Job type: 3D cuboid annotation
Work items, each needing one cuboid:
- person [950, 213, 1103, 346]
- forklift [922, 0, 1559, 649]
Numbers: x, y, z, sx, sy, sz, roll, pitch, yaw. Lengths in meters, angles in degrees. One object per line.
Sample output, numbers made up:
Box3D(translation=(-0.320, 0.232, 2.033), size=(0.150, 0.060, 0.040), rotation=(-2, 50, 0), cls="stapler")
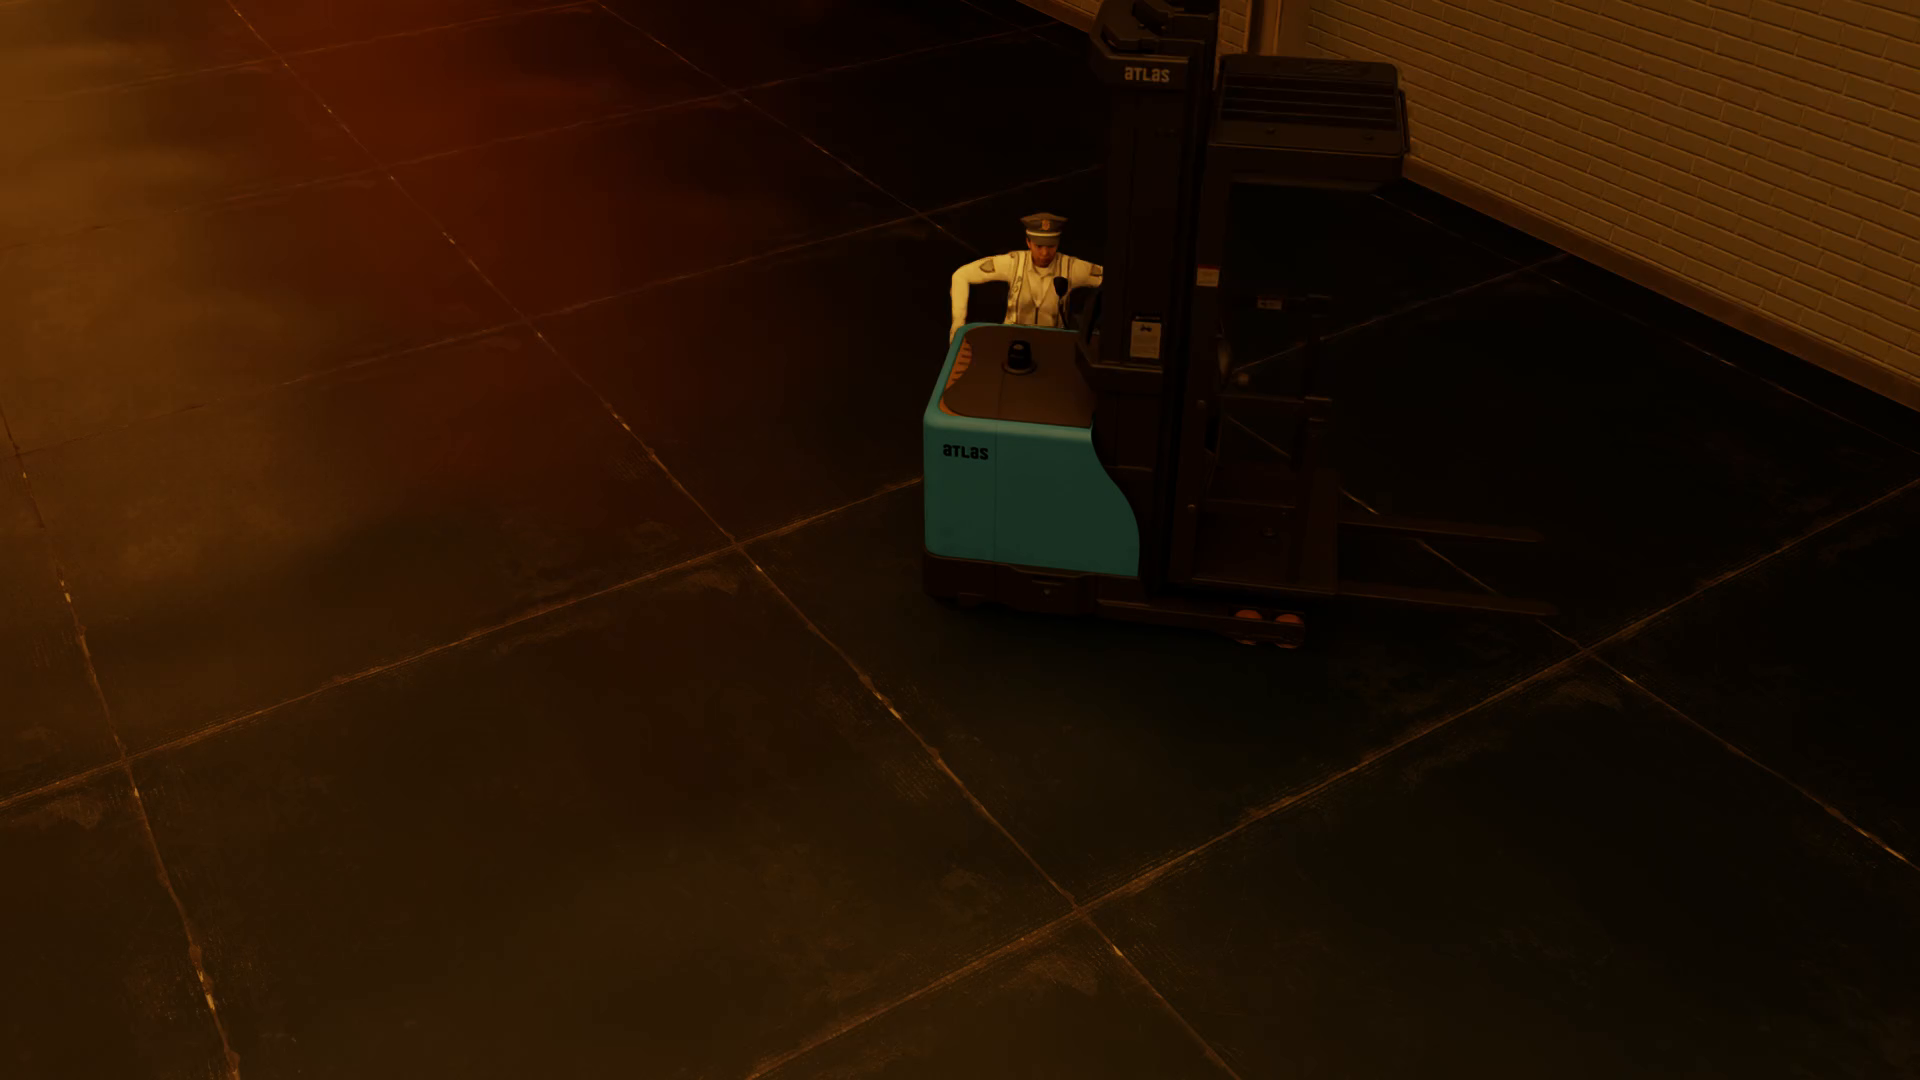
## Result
Box3D(translation=(0.438, -0.955, 8.662), size=(0.991, 1.454, 0.767), rotation=(2, 35, 2), cls="person")
Box3D(translation=(1.382, -1.010, 7.586), size=(3.031, 2.935, 1.130), rotation=(6, 36, 8), cls="forklift")
